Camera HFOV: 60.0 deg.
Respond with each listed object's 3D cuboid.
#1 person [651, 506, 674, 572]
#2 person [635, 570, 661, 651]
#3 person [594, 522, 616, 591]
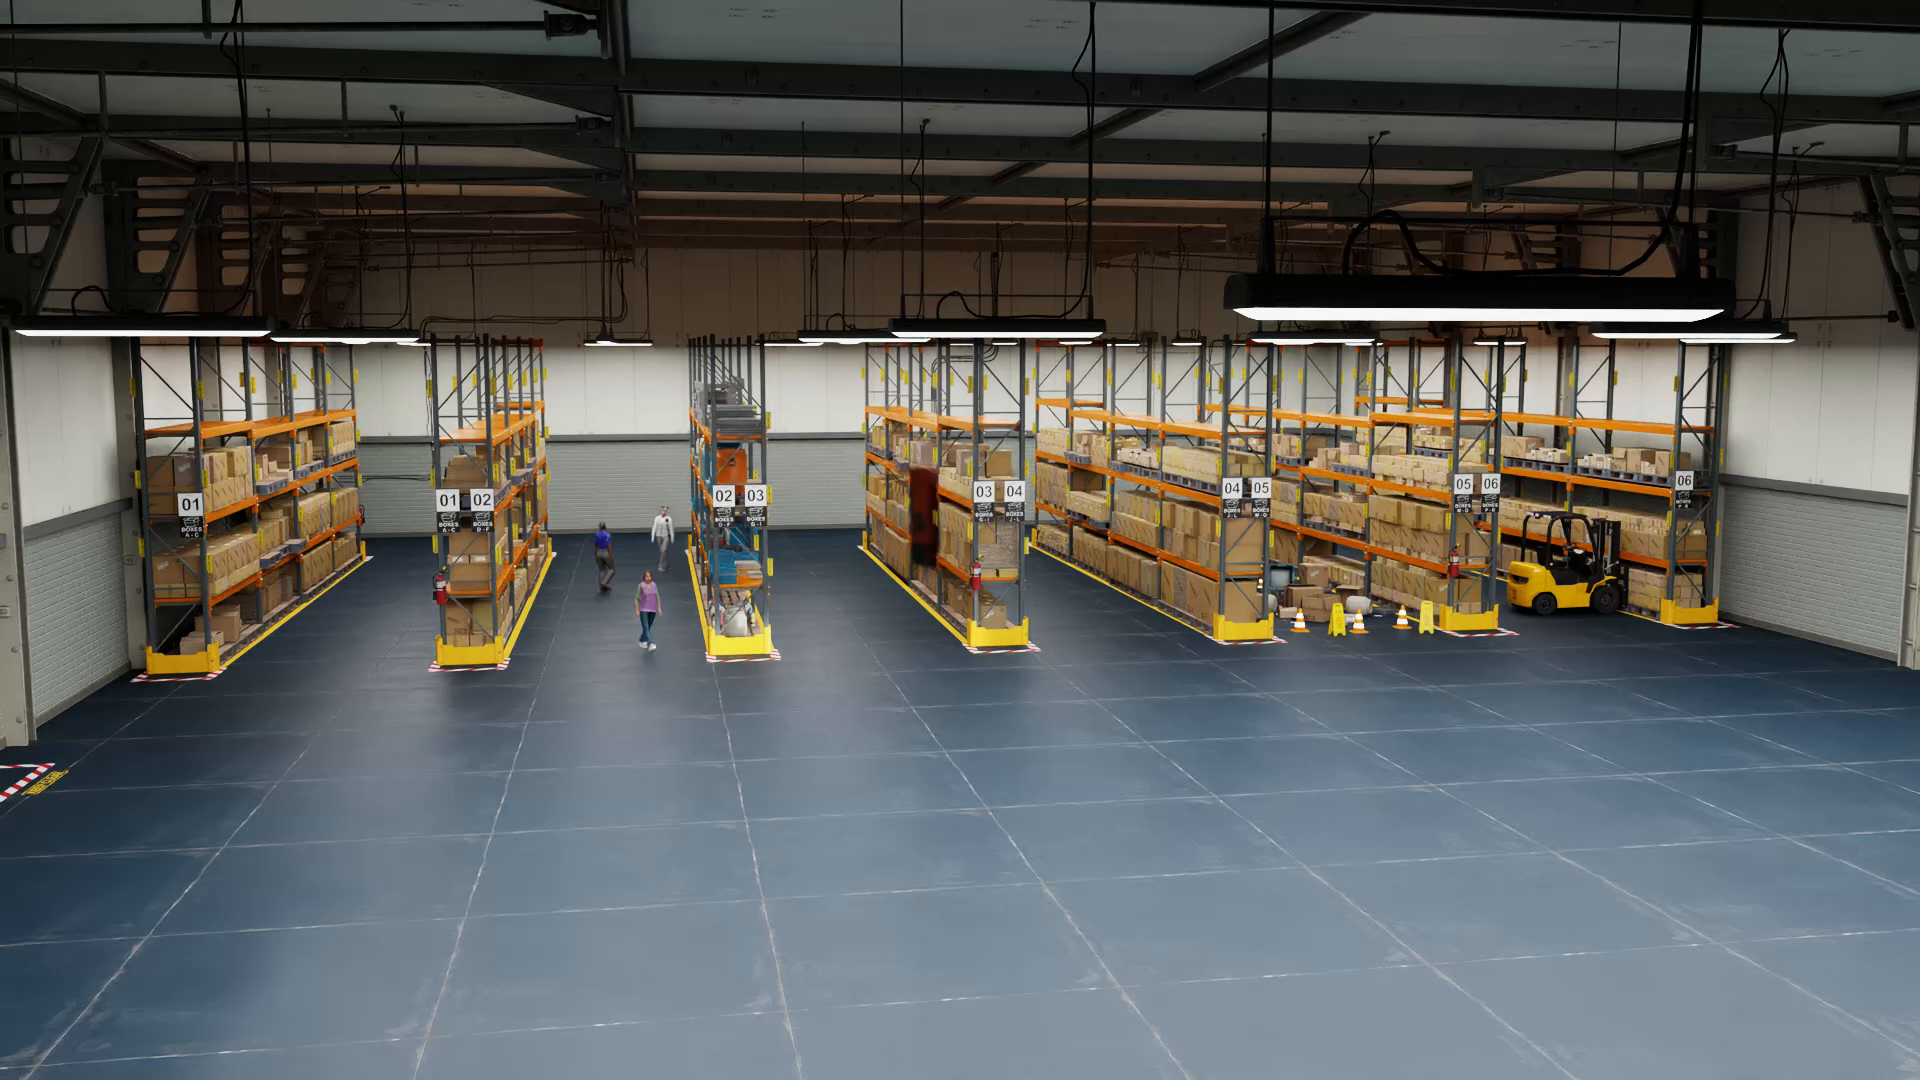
[{"bbox_3d":[-7.754,-0.043,43.224,0.502,1.701,0.751,2,7,16],"label":"person"},{"bbox_3d":[-5.888,1.350,31.495,0.437,1.503,1.017,-5,8,-39],"label":"person"},{"bbox_3d":[-8.444,0.401,39.323,0.504,1.655,0.464,2,7,20],"label":"person"}]
